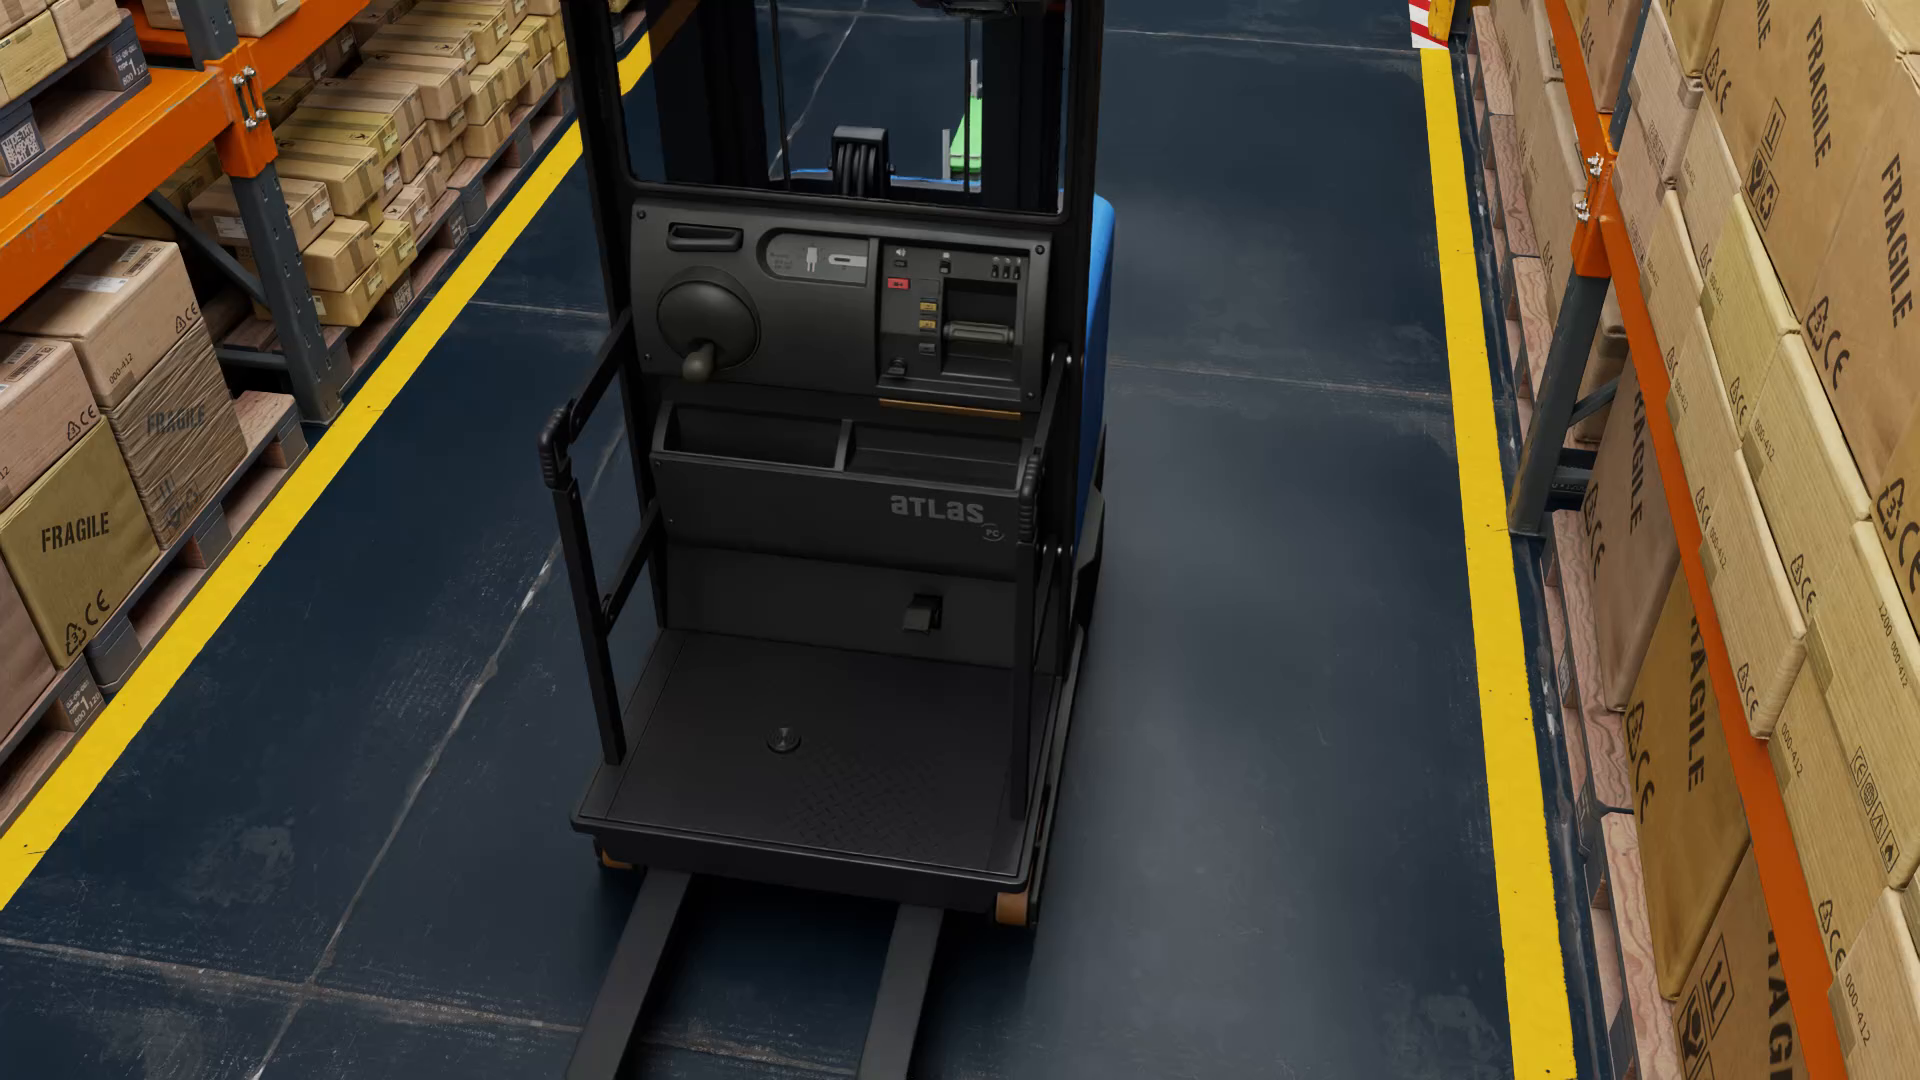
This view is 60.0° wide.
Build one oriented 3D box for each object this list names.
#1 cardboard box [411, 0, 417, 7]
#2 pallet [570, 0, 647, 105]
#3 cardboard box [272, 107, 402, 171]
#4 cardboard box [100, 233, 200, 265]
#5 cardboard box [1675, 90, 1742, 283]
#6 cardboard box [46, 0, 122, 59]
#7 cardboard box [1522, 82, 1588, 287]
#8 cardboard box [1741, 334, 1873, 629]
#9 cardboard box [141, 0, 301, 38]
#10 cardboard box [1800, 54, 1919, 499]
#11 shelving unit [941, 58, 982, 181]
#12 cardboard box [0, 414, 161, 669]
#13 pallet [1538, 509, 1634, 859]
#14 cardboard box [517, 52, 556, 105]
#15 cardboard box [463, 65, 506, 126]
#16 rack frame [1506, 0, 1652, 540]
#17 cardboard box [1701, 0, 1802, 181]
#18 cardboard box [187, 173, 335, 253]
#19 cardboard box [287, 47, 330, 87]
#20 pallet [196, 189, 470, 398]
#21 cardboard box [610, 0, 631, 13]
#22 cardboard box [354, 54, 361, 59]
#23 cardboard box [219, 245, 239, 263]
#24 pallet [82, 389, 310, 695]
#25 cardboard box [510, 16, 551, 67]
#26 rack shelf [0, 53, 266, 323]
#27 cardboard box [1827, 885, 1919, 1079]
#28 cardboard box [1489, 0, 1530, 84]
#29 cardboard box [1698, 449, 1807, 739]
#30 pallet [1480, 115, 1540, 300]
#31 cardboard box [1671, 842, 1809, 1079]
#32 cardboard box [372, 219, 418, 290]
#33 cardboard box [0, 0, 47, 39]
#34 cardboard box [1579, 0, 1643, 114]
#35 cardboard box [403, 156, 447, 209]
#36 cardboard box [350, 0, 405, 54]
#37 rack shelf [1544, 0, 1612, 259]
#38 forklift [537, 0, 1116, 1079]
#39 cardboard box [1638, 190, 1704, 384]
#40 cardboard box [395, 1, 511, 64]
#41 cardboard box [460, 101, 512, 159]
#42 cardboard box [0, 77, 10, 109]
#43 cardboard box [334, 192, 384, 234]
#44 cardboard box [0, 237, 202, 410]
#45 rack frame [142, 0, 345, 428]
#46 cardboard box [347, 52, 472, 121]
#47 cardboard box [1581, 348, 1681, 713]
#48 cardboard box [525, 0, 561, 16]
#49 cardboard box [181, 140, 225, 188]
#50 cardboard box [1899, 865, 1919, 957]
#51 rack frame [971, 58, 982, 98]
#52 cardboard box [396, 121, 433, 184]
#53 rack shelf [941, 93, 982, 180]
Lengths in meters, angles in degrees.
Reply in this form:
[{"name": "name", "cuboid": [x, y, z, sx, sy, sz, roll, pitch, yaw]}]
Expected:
[{"name": "cardboard box", "cuboid": [-2.503, -2.479, 7.335, 0.380, 0.149, 0.250, 8, 40, 9]}, {"name": "pallet", "cuboid": [-2.148, -2.518, 8.130, 1.003, 0.211, 1.213, 6, 40, 8]}, {"name": "cardboard box", "cuboid": [-2.287, -1.452, 6.093, 0.380, 0.149, 0.250, 6, 40, 7]}, {"name": "cardboard box", "cuboid": [-2.910, -1.046, 5.836, 0.380, 0.149, 0.250, 7, 40, 9]}, {"name": "cardboard box", "cuboid": [1.825, -0.713, 3.484, 0.500, 0.250, 0.500, 7, 40, 8]}, {"name": "cardboard box", "cuboid": [-2.526, -1.430, 4.493, 0.380, 0.149, 0.250, 6, 40, 7]}, {"name": "cardboard box", "cuboid": [2.610, -1.272, 6.116, 0.875, 0.438, 0.875, 5, 40, 6]}, {"name": "cardboard box", "cuboid": [1.626, -0.082, 2.720, 0.500, 0.250, 0.500, 5, 40, 6]}, {"name": "cardboard box", "cuboid": [-2.281, -1.681, 5.126, 0.380, 0.149, 0.250, 8, 40, 9]}, {"name": "cardboard box", "cuboid": [1.648, -0.371, 2.481, 0.500, 0.500, 0.500, 6, 40, 7]}, {"name": "shelving unit", "cuboid": [0.112, -0.868, 5.359, 0.258, 1.200, 0.503, 6, 40, 8]}, {"name": "cardboard box", "cuboid": [-2.621, -0.020, 4.552, 0.500, 0.500, 0.500, 6, 40, 7]}, {"name": "pallet", "cuboid": [2.182, 0.414, 4.584, 1.003, 0.211, 1.213, 6, 40, 8]}, {"name": "cardboard box", "cuboid": [-2.000, -2.034, 7.264, 0.380, 0.149, 0.250, 7, 40, 9]}, {"name": "cardboard box", "cuboid": [-2.086, -1.822, 6.774, 0.380, 0.149, 0.250, 6, 40, 7]}, {"name": "rack frame", "cuboid": [2.241, -1.153, 4.291, 1.000, 3.000, 0.127, 6, 40, 8]}, {"name": "cardboard box", "cuboid": [1.821, -1.011, 3.255, 0.500, 0.500, 0.500, 6, 40, 7]}, {"name": "cardboard box", "cuboid": [-2.388, -1.122, 5.693, 0.380, 0.149, 0.250, 8, 40, 9]}, {"name": "cardboard box", "cuboid": [-2.728, -1.836, 6.558, 0.380, 0.149, 0.250, 5, 40, 6]}, {"name": "pallet", "cuboid": [-2.570, -0.987, 6.278, 1.003, 0.211, 1.213, 6, 40, 8]}, {"name": "cardboard box", "cuboid": [-1.790, -2.683, 8.049, 0.380, 0.149, 0.250, 8, 40, 9]}, {"name": "cardboard box", "cuboid": [-2.528, -2.025, 7.020, 0.380, 0.149, 0.250, 8, 40, 10]}, {"name": "cardboard box", "cuboid": [-2.792, -1.136, 6.178, 0.380, 0.149, 0.250, 7, 40, 9]}, {"name": "pallet", "cuboid": [-2.785, -0.072, 5.172, 1.003, 0.211, 1.213, 6, 40, 8]}, {"name": "cardboard box", "cuboid": [-1.998, -2.150, 7.170, 0.380, 0.149, 0.250, 8, 40, 10]}, {"name": "rack shelf", "cuboid": [-2.998, -0.103, 3.586, 1.077, 0.370, 4.000, 6, 40, 8]}, {"name": "cardboard box", "cuboid": [1.454, 0.746, 2.111, 0.500, 0.250, 0.500, 7, 40, 8]}, {"name": "cardboard box", "cuboid": [2.917, -2.413, 7.496, 0.875, 0.438, 0.875, 5, 40, 6]}, {"name": "cardboard box", "cuboid": [1.617, 0.109, 2.882, 0.500, 0.250, 0.500, 6, 40, 7]}, {"name": "pallet", "cuboid": [2.658, -1.315, 6.675, 1.003, 0.211, 1.213, 6, 40, 8]}, {"name": "cardboard box", "cuboid": [1.909, 1.030, 2.988, 0.875, 0.875, 0.875, 7, 40, 8]}, {"name": "cardboard box", "cuboid": [-2.226, -1.059, 6.085, 0.380, 0.149, 0.250, 8, 40, 9]}, {"name": "cardboard box", "cuboid": [-2.571, -1.379, 4.197, 0.380, 0.149, 0.250, 7, 40, 8]}, {"name": "cardboard box", "cuboid": [2.069, -1.511, 4.645, 0.500, 0.500, 0.500, 7, 40, 8]}, {"name": "cardboard box", "cuboid": [-2.240, -1.386, 6.480, 0.380, 0.149, 0.250, 6, 40, 7]}, {"name": "cardboard box", "cuboid": [-2.542, -2.151, 6.938, 0.380, 0.149, 0.250, 6, 40, 8]}, {"name": "rack shelf", "cuboid": [2.587, -2.131, 6.038, 1.077, 0.370, 4.000, 6, 40, 8]}, {"name": "forklift", "cuboid": [-0.304, -0.435, 3.476, 1.130, 2.935, 3.031, 6, 40, 8]}, {"name": "cardboard box", "cuboid": [1.817, -0.524, 3.647, 0.500, 0.250, 0.500, 5, 40, 7]}, {"name": "cardboard box", "cuboid": [-2.093, -2.100, 6.876, 0.380, 0.149, 0.250, 7, 40, 8]}, {"name": "cardboard box", "cuboid": [-2.088, -1.711, 6.873, 0.380, 0.149, 0.250, 5, 40, 6]}, {"name": "cardboard box", "cuboid": [-2.615, -1.111, 4.107, 0.380, 0.149, 0.250, 6, 40, 8]}, {"name": "cardboard box", "cuboid": [-2.319, -1.175, 5.991, 0.380, 0.149, 0.250, 7, 40, 8]}, {"name": "cardboard box", "cuboid": [-2.532, -0.628, 4.699, 0.500, 0.250, 0.500, 5, 40, 6]}, {"name": "rack frame", "cuboid": [-2.652, -1.636, 4.875, 1.000, 3.000, 0.127, 6, 40, 8]}, {"name": "cardboard box", "cuboid": [-2.140, -1.769, 6.476, 0.380, 0.149, 0.250, 7, 40, 9]}, {"name": "cardboard box", "cuboid": [2.212, -0.099, 4.353, 0.875, 0.875, 0.875, 8, 40, 9]}, {"name": "cardboard box", "cuboid": [-1.920, -2.420, 7.264, 0.380, 0.149, 0.250, 8, 40, 9]}, {"name": "cardboard box", "cuboid": [-2.842, -1.345, 5.964, 0.380, 0.149, 0.250, 7, 40, 8]}, {"name": "cardboard box", "cuboid": [1.467, 0.568, 1.935, 0.500, 0.250, 0.500, 5, 40, 7]}, {"name": "rack frame", "cuboid": [0.155, -1.022, 5.544, 0.240, 1.200, 0.015, 6, 40, 8]}, {"name": "cardboard box", "cuboid": [-2.262, -1.501, 6.385, 0.380, 0.149, 0.250, 4, 40, 5]}, {"name": "rack shelf", "cuboid": [0.112, -1.189, 5.094, 0.258, 0.148, 0.480, 6, 40, 8]}]
